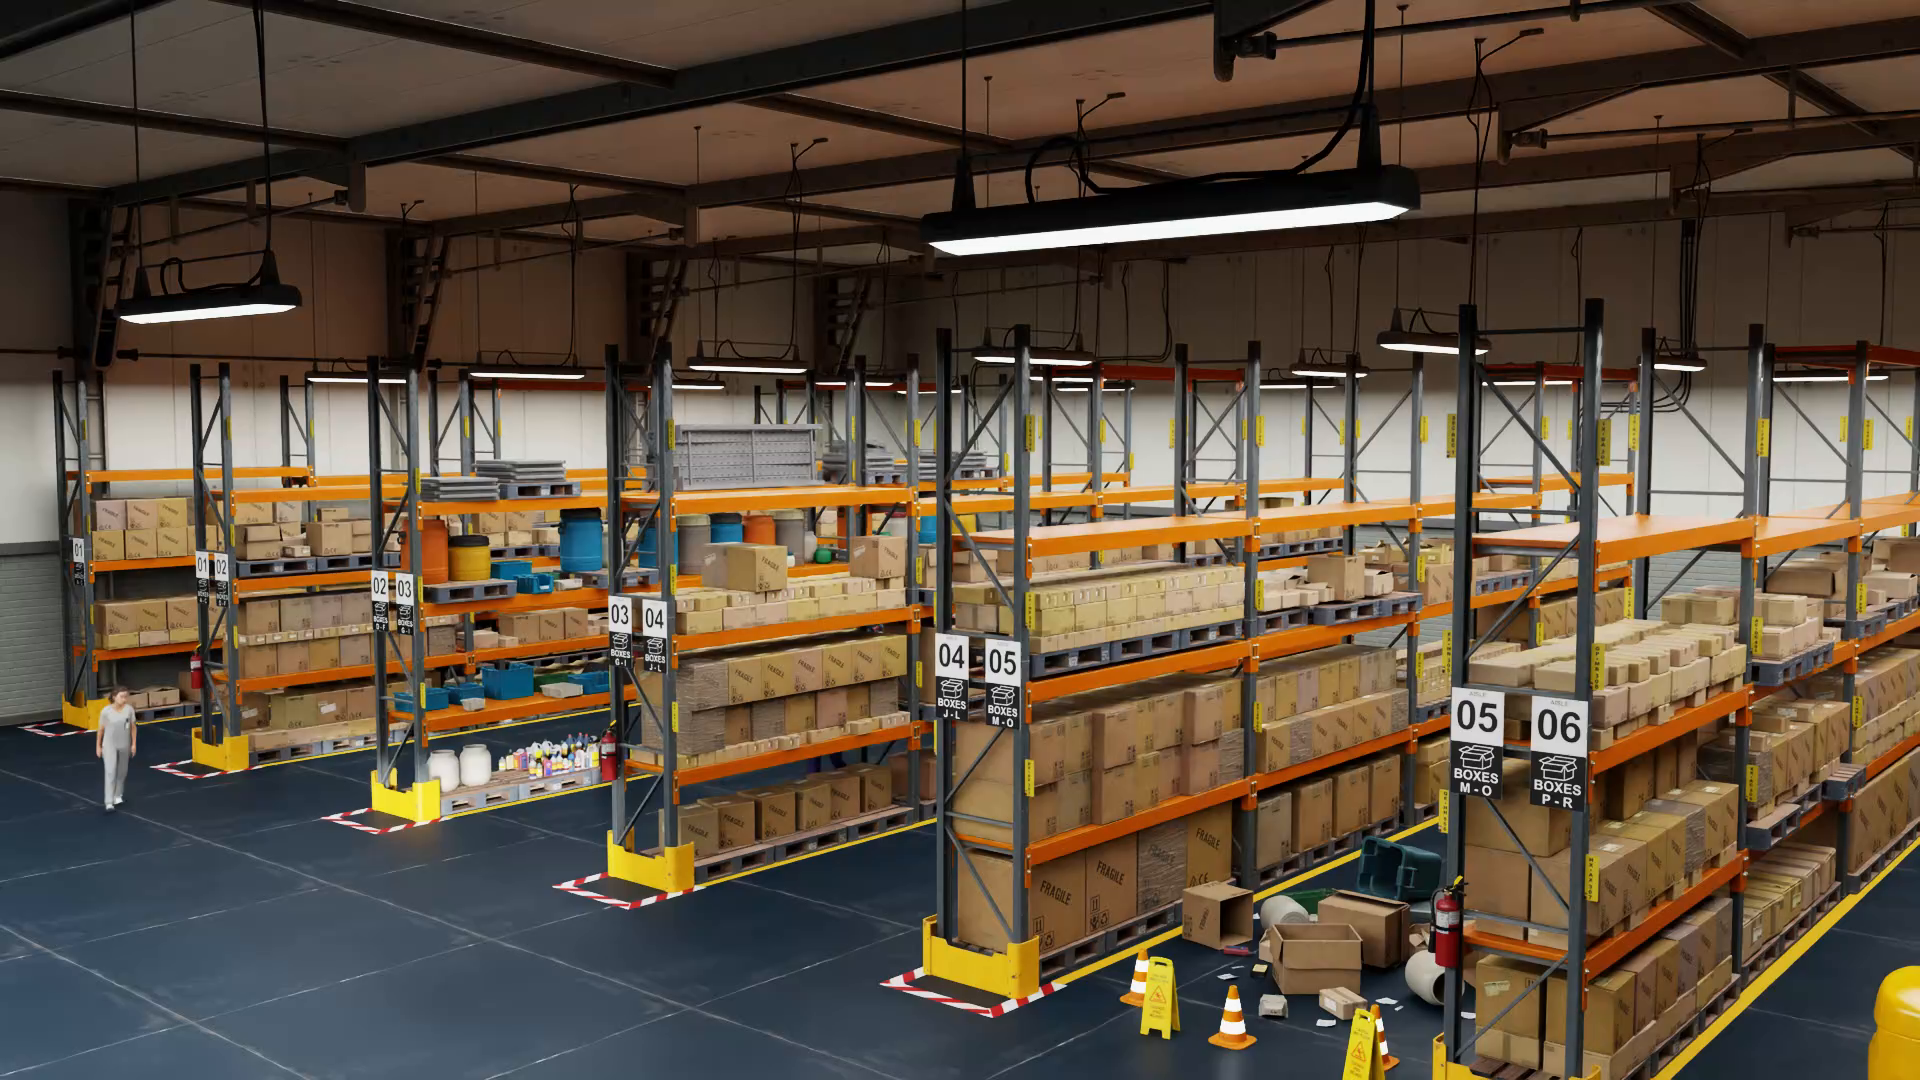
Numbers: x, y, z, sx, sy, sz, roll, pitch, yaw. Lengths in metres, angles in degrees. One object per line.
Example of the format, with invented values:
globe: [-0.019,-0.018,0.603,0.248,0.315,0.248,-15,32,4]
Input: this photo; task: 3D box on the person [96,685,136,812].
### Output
person: [-11.255,2.757,22.171,0.521,1.643,0.838,-4,6,-44]

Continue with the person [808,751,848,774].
person: [-1.869,2.709,22.899,0.818,1.635,0.508,-3,5,-33]

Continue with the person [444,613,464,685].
person: [-9.226,2.131,29.963,0.609,1.804,0.727,2,5,25]
